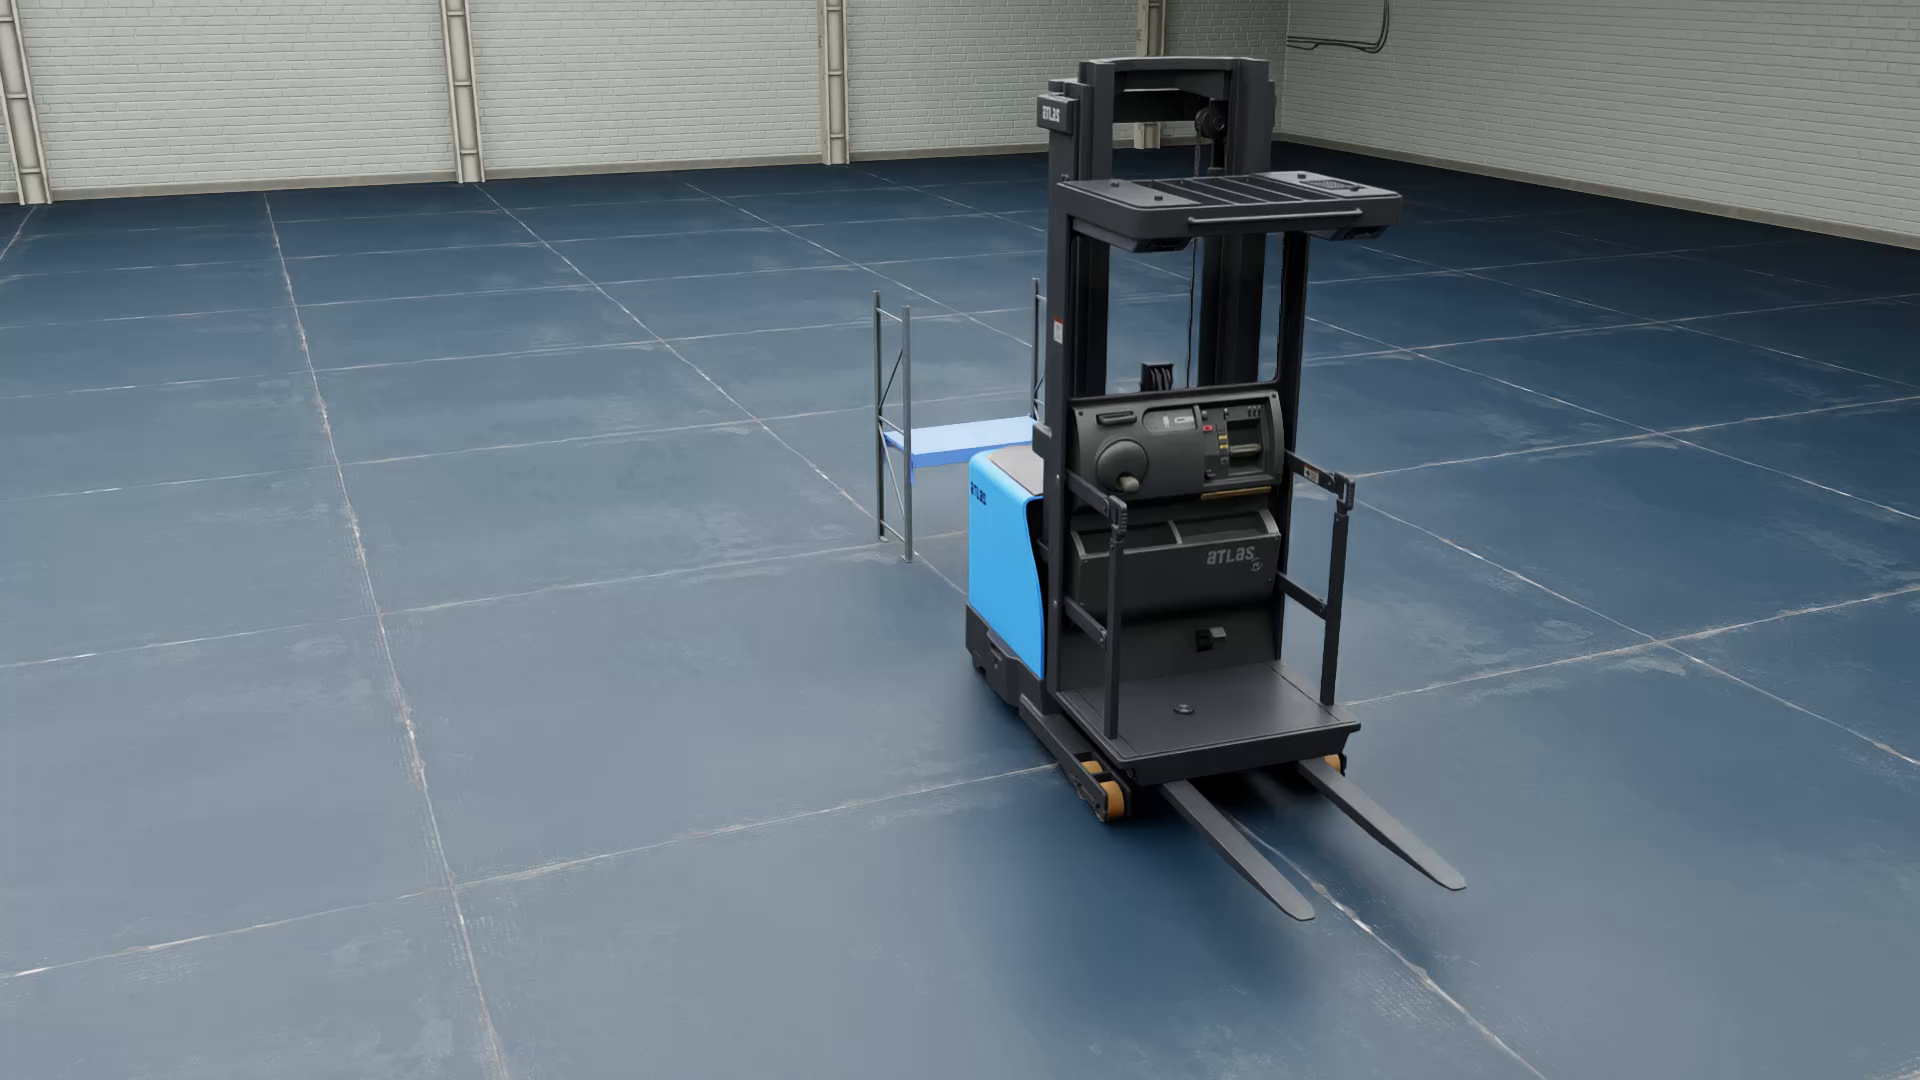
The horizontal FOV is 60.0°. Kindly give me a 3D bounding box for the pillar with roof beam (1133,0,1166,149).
[{"bbox_3d":[5.112,-10.093,25.138,0.400,9.000,9.100,-8,21,-22],"label":"pillar with roof beam"}]

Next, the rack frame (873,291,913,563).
[{"bbox_3d":[-0.388,-0.652,9.615,0.032,1.500,0.500,-8,21,-22],"label":"rack frame"}]

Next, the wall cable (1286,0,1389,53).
[{"bbox_3d":[6.636,-9.926,29.337,0.112,2.526,3.097,-8,21,-22],"label":"wall cable"}]

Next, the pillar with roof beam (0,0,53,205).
[{"bbox_3d":[-11.416,-7.725,18.413,0.400,9.000,9.100,-8,21,-22],"label":"pillar with roof beam"}]

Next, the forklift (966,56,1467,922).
[{"bbox_3d":[0.986,-0.387,6.708,1.130,2.935,3.031,-6,20,-18],"label":"forklift"}]

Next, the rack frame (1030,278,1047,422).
[{"bbox_3d":[0.545,-0.786,9.995,0.032,1.500,0.500,-8,21,-22],"label":"rack frame"}]

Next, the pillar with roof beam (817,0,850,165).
[{"bbox_3d":[-0.397,-9.304,22.896,0.400,9.000,9.100,-8,21,-22],"label":"pillar with roof beam"}]

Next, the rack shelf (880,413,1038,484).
[{"bbox_3d":[0.078,-0.549,9.865,1.000,0.185,0.538,-8,21,-22],"label":"rack shelf"}]

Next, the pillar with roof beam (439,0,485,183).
[{"bbox_3d":[-5.906,-8.514,20.654,0.400,9.000,9.100,-8,21,-22],"label":"pillar with roof beam"}]

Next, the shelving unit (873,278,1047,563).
[{"bbox_3d":[0.078,-0.719,9.805,1.048,1.500,0.538,-8,21,-22],"label":"shelving unit"}]
